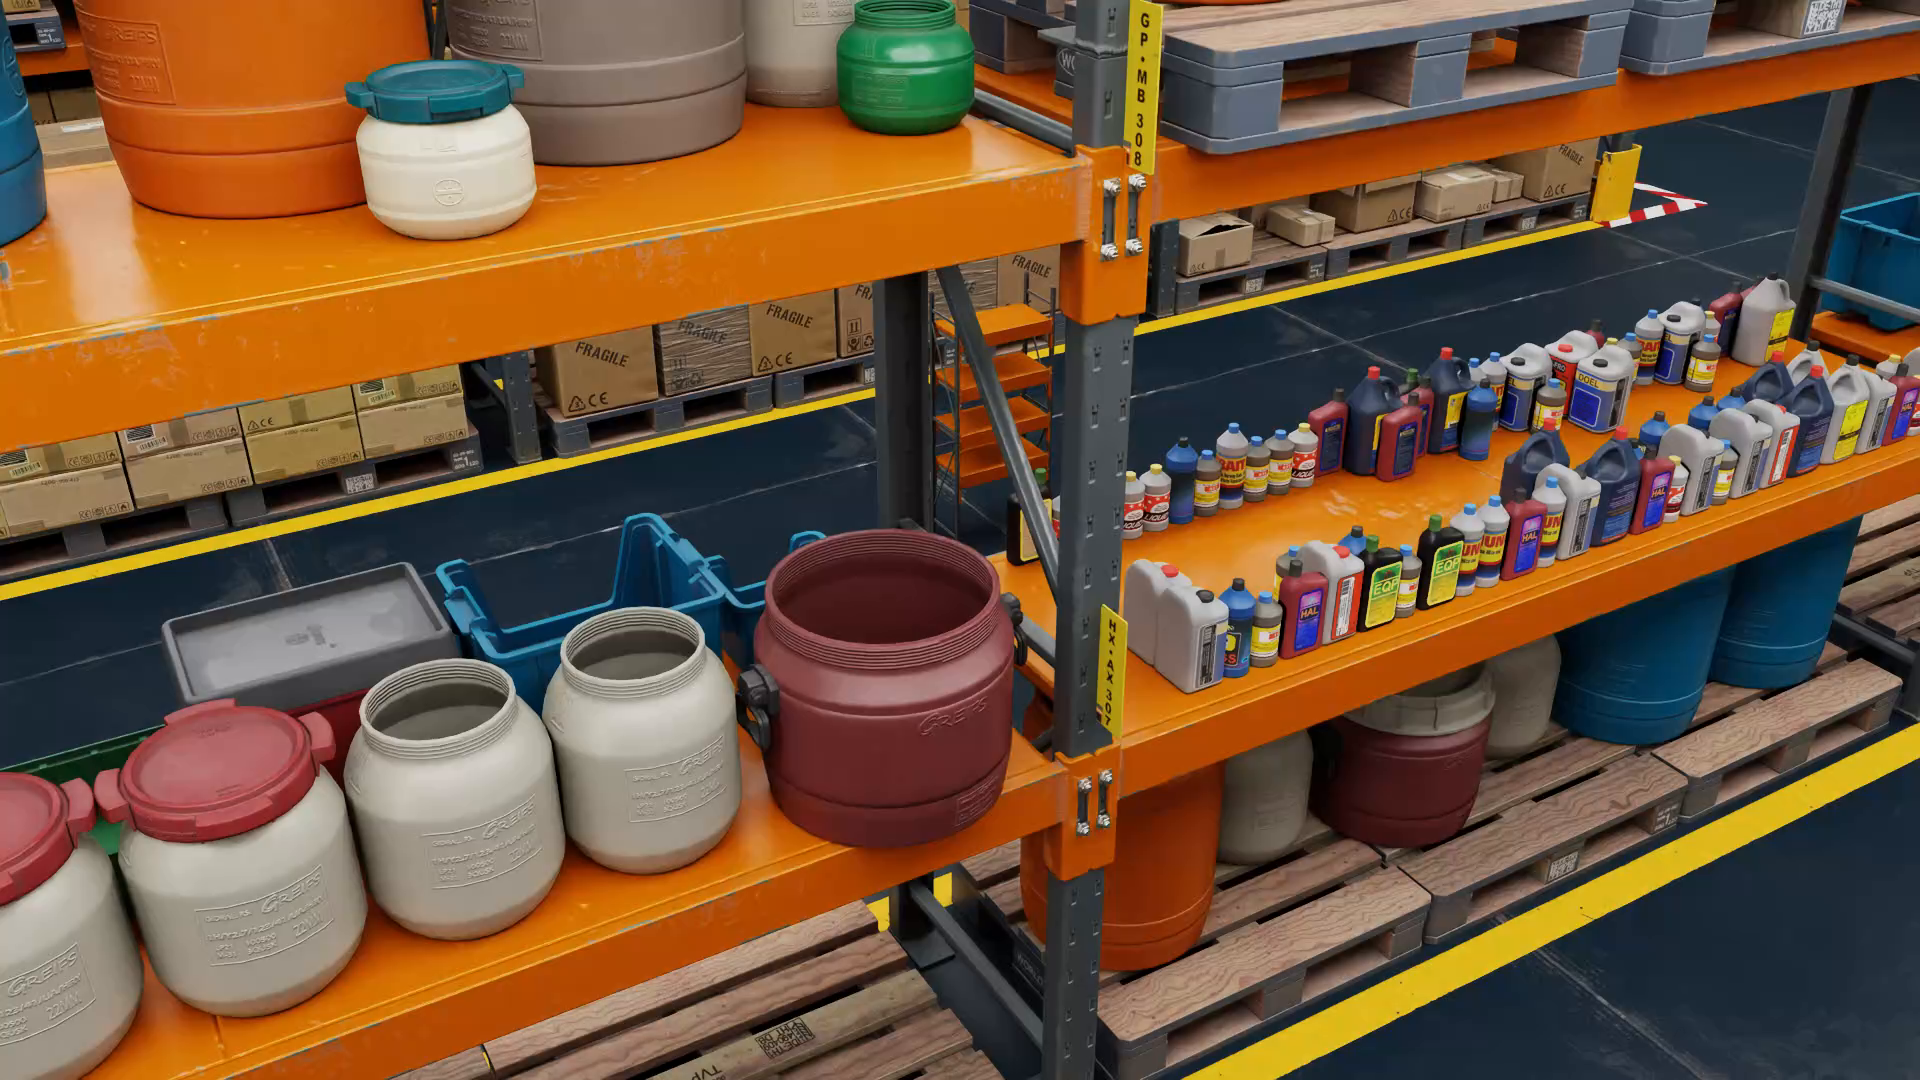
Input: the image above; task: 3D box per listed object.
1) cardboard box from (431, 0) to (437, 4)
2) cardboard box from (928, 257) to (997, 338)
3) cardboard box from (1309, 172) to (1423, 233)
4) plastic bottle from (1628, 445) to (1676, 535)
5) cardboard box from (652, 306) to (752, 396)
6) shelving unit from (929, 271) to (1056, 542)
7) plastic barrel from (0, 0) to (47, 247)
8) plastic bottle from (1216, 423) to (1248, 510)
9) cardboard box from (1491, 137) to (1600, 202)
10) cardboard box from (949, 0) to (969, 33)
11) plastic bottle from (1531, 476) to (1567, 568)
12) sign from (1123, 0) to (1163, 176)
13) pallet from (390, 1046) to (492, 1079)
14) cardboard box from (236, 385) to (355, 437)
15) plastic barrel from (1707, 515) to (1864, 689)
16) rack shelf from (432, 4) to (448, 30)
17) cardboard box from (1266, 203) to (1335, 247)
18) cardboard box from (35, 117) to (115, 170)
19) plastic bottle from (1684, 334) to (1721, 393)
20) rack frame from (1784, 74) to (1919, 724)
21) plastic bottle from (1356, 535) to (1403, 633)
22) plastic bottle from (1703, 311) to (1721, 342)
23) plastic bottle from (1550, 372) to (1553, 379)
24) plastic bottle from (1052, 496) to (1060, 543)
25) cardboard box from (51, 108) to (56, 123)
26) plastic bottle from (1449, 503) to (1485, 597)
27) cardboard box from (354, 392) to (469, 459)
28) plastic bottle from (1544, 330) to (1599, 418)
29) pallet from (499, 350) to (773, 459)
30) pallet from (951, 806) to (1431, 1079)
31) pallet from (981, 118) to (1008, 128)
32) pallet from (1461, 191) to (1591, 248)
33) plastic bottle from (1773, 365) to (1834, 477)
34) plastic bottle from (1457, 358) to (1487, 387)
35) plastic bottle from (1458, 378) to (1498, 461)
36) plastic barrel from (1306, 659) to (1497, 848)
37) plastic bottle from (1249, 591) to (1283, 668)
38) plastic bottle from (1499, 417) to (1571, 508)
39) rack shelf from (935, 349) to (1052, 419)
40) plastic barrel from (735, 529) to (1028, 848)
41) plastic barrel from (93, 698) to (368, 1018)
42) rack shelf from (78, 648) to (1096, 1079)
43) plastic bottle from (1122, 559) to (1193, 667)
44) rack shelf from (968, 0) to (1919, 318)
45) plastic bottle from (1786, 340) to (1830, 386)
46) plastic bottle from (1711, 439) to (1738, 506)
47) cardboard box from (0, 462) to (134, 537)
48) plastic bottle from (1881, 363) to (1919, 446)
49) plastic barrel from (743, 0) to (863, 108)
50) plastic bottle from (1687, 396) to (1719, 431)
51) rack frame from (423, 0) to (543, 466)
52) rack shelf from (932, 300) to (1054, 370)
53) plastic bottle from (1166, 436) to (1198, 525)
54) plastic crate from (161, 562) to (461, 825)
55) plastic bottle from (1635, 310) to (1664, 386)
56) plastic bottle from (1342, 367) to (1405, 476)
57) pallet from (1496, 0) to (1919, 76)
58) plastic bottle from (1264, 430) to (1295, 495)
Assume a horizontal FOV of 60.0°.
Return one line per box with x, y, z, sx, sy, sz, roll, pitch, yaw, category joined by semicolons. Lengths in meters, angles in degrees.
-3.898;-4.055;12.233;0.250;0.149;0.380;-16;33;-27;cardboard box
-0.129;-1.506;9.506;0.500;0.500;0.500;-15;32;-26;cardboard box
2.631;-2.450;11.213;0.637;0.503;0.797;-16;33;-26;cardboard box
2.102;-0.163;5.062;0.133;0.283;0.061;-16;33;-26;plastic bottle
-1.449;-1.130;8.825;0.500;0.500;0.500;-17;33;-28;cardboard box
0.143;-0.566;7.534;0.503;1.200;0.258;-16;33;-26;shelving unit
-1.921;-0.933;2.713;0.708;0.901;0.600;-16;33;-26;plastic barrel
0.848;-0.237;5.209;0.097;0.271;0.097;0;29;0;plastic bottle
4.119;-2.730;11.723;0.500;0.500;0.500;-16;33;-26;cardboard box
-0.068;-2.898;9.359;0.500;0.500;0.700;-11;31;-19;cardboard box
1.718;-0.059;4.886;0.097;0.271;0.097;0;29;0;plastic bottle
0.356;-0.884;3.252;0.005;0.325;0.100;-16;33;-26;sign
-1.667;1.847;4.185;1.213;0.211;1.003;-16;33;-26;pallet
-3.206;-0.774;7.878;0.500;0.311;0.500;-16;33;-27;cardboard box
3.043;0.037;6.315;0.708;0.901;0.600;-16;33;-26;plastic barrel
-3.223;-4.146;12.903;4.000;0.370;1.077;-16;33;-26;rack shelf
2.226;-2.069;10.871;0.250;0.166;0.380;-16;33;-26;cardboard box
-3.873;-1.535;7.323;0.500;0.500;0.500;-18;34;-29;cardboard box
2.692;-0.645;6.020;0.097;0.201;0.097;0;29;0;plastic bottle
3.520;-0.823;6.138;0.127;3.000;1.000;-16;33;-26;rack frame
1.146;0.108;4.570;0.133;0.283;0.061;-16;33;-26;plastic bottle
2.783;-0.756;6.221;0.097;0.201;0.097;0;29;0;plastic bottle
2.016;-0.538;5.827;0.097;0.201;0.097;0;29;0;plastic bottle
0.313;-0.055;4.950;0.097;0.201;0.097;0;29;0;plastic bottle
-6.459;-2.661;11.598;0.500;0.500;0.700;-16;33;-27;cardboard box
1.435;0.021;4.740;0.097;0.271;0.097;0;29;0;plastic bottle
-2.765;-0.658;8.250;0.500;0.250;0.500;-15;32;-25;cardboard box
2.130;-0.588;5.839;0.135;0.276;0.152;-16;33;-26;plastic bottle
-1.772;-0.855;9.081;1.213;0.211;1.003;-16;33;-26;pallet
0.730;1.166;5.418;1.213;0.211;1.003;-16;33;-26;pallet
0.270;-2.654;9.653;1.213;0.211;1.003;-16;33;-26;pallet
3.710;-2.432;11.938;1.213;0.211;1.003;-16;33;-26;pallet
2.734;-0.395;5.413;0.185;0.351;0.144;-16;33;-26;plastic bottle
1.732;-0.488;5.664;0.097;0.271;0.097;0;29;0;plastic bottle
1.721;-0.404;5.512;0.097;0.271;0.097;0;29;0;plastic bottle
1.458;0.624;5.575;0.708;0.588;0.600;-16;33;-26;plastic barrel
0.806;0.231;4.433;0.097;0.201;0.097;0;29;0;plastic bottle
1.751;-0.201;5.061;0.185;0.351;0.144;-16;33;-26;plastic bottle
0.143;-0.703;7.458;0.480;0.148;0.258;-16;33;-26;rack shelf
-0.175;0.336;3.896;0.708;0.536;0.600;-16;33;-26;plastic barrel
-1.435;0.647;3.333;0.433;0.535;0.433;0;29;0;plastic barrel
-1.653;0.960;3.650;4.000;0.370;1.077;-16;33;-26;rack shelf
0.531;0.175;4.456;0.135;0.276;0.152;-16;33;-26;plastic bottle
1.796;-1.332;4.700;4.000;0.370;1.077;-16;33;-26;rack shelf
2.821;-0.501;5.604;0.185;0.351;0.144;-16;33;-26;plastic bottle
2.392;-0.220;5.249;0.097;0.201;0.097;0;29;0;plastic bottle
-4.084;-0.282;7.567;0.500;0.250;0.500;-15;32;-25;cardboard box
3.168;-0.466;5.610;0.133;0.283;0.061;-16;33;-26;plastic bottle
-0.351;-1.258;3.705;0.421;0.512;0.421;0;29;0;plastic barrel
2.399;-0.338;5.390;0.097;0.271;0.097;0;29;0;plastic bottle
-2.435;-1.909;8.104;0.127;3.000;1.000;-16;33;-26;rack frame
0.143;-0.910;7.344;0.480;0.148;0.258;-16;33;-26;rack shelf
0.680;-0.190;5.122;0.097;0.271;0.097;0;29;0;plastic bottle
-1.477;0.396;3.862;0.583;0.464;0.402;-16;33;-26;plastic crate
2.499;-0.706;6.058;0.097;0.271;0.097;0;29;0;plastic bottle
1.348;-0.401;5.423;0.185;0.351;0.144;-16;33;-26;plastic bottle
1.918;-1.543;4.532;1.213;0.211;1.003;-16;33;-26;pallet
1.016;-0.254;5.312;0.097;0.201;0.097;0;29;0;plastic bottle
